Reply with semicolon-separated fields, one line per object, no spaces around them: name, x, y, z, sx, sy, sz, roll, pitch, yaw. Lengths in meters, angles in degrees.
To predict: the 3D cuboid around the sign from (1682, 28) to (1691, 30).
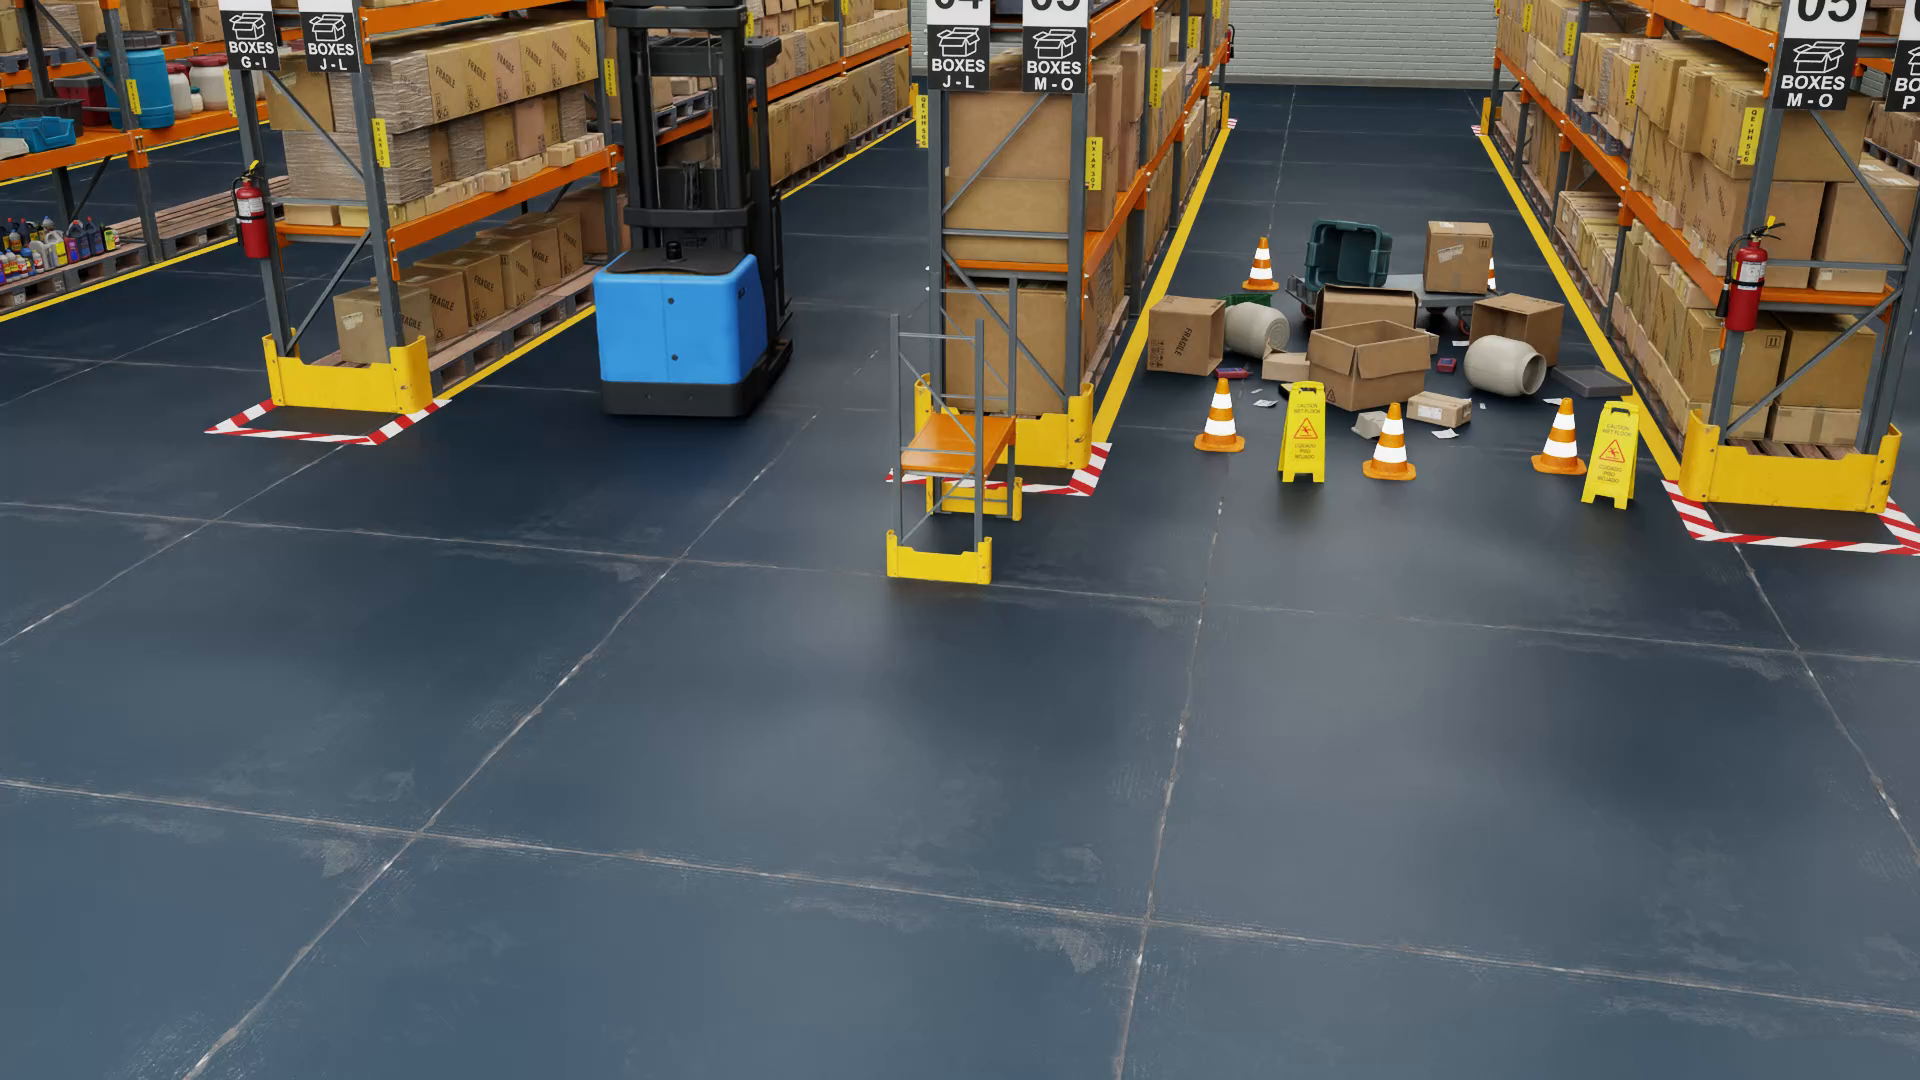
sign;7.330;-5.018;16.855;0.100;0.325;0.005;4;22;11

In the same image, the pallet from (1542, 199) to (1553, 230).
pallet;7.032;-3.545;18.373;1.003;0.211;1.213;4;22;11

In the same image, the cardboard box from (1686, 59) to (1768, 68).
cardboard box;5.407;-3.032;11.497;0.700;0.500;0.500;4;22;11

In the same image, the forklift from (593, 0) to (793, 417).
forklift;-1.942;-2.743;12.742;1.130;2.935;3.031;2;22;4

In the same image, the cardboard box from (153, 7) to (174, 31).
cardboard box;-11.935;-7.779;25.021;0.500;0.500;0.500;5;22;12

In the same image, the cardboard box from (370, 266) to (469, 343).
cardboard box;-4.305;-1.869;13.263;0.500;0.500;0.500;11;24;25

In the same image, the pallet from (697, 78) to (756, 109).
pallet;-2.946;-4.954;18.395;1.213;0.211;1.003;4;22;11

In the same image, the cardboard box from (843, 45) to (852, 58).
cardboard box;-1.702;-6.740;22.911;0.380;0.149;0.250;5;22;11

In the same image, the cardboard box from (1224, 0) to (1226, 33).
cardboard box;3.613;-7.634;24.262;0.500;0.500;0.500;4;22;10

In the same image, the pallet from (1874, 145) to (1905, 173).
pallet;12.861;-5.047;22.102;1.003;0.211;1.213;4;22;11

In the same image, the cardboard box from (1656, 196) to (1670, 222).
cardboard box;5.332;-2.418;12.180;0.380;0.149;0.250;5;22;11

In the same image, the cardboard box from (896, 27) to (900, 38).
cardboard box;-1.126;-7.778;25.487;0.380;0.149;0.250;5;22;11

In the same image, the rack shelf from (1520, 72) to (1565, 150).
rack shelf;7.205;-4.954;19.101;1.077;0.370;4.000;4;22;11

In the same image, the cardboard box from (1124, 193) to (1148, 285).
cardboard box;1.153;-2.818;15.286;1.050;0.750;0.750;4;22;11

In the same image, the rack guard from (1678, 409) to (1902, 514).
rack guard;5.180;-0.498;10.422;1.175;0.500;0.348;4;22;11

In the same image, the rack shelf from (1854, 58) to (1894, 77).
rack shelf;12.881;-6.039;21.797;1.077;0.370;4.000;4;22;11

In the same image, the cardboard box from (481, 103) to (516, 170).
cardboard box;-4.155;-3.322;13.556;0.875;0.500;0.500;4;22;11

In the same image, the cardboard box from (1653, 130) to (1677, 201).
cardboard box;5.423;-2.770;12.183;0.500;0.500;0.500;4;22;10

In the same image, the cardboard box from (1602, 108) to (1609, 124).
cardboard box;6.171;-3.942;15.400;0.380;0.149;0.250;5;23;13

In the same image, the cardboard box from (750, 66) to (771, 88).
cardboard box;-2.539;-5.515;19.397;0.500;0.500;0.500;5;22;12

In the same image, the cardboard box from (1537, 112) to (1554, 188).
cardboard box;7.388;-4.664;19.701;0.875;0.875;0.875;5;22;12

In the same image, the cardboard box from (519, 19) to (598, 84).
cardboard box;-3.543;-4.311;14.672;0.500;0.500;0.500;4;22;11

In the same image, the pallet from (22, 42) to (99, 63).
pallet;-12.209;-6.690;22.707;1.003;0.211;1.213;4;22;11

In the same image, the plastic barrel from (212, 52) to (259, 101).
plastic barrel;-7.922;-5.049;18.192;0.433;0.535;0.433;0;22;0

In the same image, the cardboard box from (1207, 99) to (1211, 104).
cardboard box;3.364;-6.187;23.659;0.380;0.149;0.250;5;22;11

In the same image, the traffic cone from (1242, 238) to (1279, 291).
traffic cone;2.866;-2.632;15.769;0.336;0.463;0.334;4;22;11

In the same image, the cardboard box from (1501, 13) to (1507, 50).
cardboard box;7.974;-7.187;23.550;0.500;0.500;0.500;4;22;10

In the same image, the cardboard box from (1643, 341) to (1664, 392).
cardboard box;5.281;-1.246;12.051;0.500;0.250;0.500;4;22;9

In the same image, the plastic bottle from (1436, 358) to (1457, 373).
plastic bottle;3.881;-1.401;13.250;0.133;0.061;0.283;8;23;20

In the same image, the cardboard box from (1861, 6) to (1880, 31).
cardboard box;5.516;-3.104;9.867;0.380;0.149;0.250;4;22;9

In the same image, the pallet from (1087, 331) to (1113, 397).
pallet;0.636;-1.420;13.097;1.003;0.211;1.213;4;22;11

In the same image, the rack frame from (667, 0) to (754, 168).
rack frame;-2.905;-5.311;19.026;1.000;3.000;0.127;4;22;11

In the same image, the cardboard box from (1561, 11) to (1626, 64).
cardboard box;6.646;-5.275;17.464;0.500;0.500;0.500;4;22;9

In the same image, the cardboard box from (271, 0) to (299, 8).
cardboard box;-4.687;-3.903;11.715;0.500;0.250;0.500;5;22;12

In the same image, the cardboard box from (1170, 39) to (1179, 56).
cardboard box;2.215;-5.406;18.240;0.380;0.149;0.250;4;22;11

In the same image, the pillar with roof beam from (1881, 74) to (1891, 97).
pillar with roof beam;10.508;-11.133;25.451;9.100;9.000;0.400;4;22;11

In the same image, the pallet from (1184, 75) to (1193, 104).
pallet;1.972;-5.076;18.699;1.213;0.211;1.003;4;22;11

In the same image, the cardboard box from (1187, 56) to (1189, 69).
cardboard box;2.488;-5.608;19.536;0.380;0.149;0.250;5;22;12

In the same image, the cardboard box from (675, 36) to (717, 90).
cardboard box;-2.992;-5.140;17.905;0.700;0.500;0.500;8;23;19

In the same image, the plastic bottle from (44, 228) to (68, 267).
plastic bottle;-8.524;-2.755;15.637;0.144;0.351;0.185;4;22;11

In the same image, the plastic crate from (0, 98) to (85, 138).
plastic crate;-8.801;-4.015;15.892;0.767;0.338;0.504;4;22;11

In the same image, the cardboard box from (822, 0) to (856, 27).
cardboard box;-1.740;-7.346;22.877;0.500;0.500;0.500;4;22;11

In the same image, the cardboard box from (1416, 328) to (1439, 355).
cardboard box;3.713;-1.690;13.695;0.258;0.266;0.396;-11;25;-26

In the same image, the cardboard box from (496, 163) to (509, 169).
cardboard box;-3.923;-2.998;13.618;0.380;0.149;0.250;4;22;11

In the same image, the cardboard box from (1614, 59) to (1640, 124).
cardboard box;5.950;-3.840;14.279;0.500;0.500;0.500;5;22;11

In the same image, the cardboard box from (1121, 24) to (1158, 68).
cardboard box;1.521;-4.683;15.994;0.700;0.500;0.500;4;22;10

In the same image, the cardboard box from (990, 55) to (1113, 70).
cardboard box;0.662;-3.280;12.336;0.875;0.550;0.500;4;22;11

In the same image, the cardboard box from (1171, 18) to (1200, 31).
cardboard box;2.802;-6.453;20.840;0.380;0.149;0.250;4;22;9

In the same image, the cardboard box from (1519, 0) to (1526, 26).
cardboard box;7.551;-6.907;21.517;0.500;0.500;0.500;4;22;10

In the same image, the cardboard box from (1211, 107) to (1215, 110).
cardboard box;3.467;-6.145;23.951;0.380;0.149;0.250;6;23;14

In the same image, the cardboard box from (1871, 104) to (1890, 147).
cardboard box;12.859;-5.614;22.561;0.700;0.500;0.500;5;23;13

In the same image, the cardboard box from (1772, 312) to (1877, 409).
cardboard box;5.604;-1.180;10.883;0.500;0.500;0.500;4;22;9

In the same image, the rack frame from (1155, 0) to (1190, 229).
rack frame;1.930;-4.896;17.996;1.000;3.000;0.127;4;22;11

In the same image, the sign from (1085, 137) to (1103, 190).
sign;0.840;-2.364;10.444;0.100;0.325;0.005;4;22;11

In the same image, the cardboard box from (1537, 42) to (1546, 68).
cardboard box;7.039;-5.666;19.439;0.500;0.250;0.500;5;22;12

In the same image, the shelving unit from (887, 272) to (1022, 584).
shelving unit;-0.016;-0.668;9.504;0.587;1.500;1.083;4;22;11

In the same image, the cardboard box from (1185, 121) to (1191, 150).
cardboard box;2.412;-4.699;19.285;0.500;0.250;0.500;4;22;10

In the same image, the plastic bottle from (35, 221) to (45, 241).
plastic bottle;-8.998;-2.959;16.232;0.061;0.283;0.133;4;22;11
